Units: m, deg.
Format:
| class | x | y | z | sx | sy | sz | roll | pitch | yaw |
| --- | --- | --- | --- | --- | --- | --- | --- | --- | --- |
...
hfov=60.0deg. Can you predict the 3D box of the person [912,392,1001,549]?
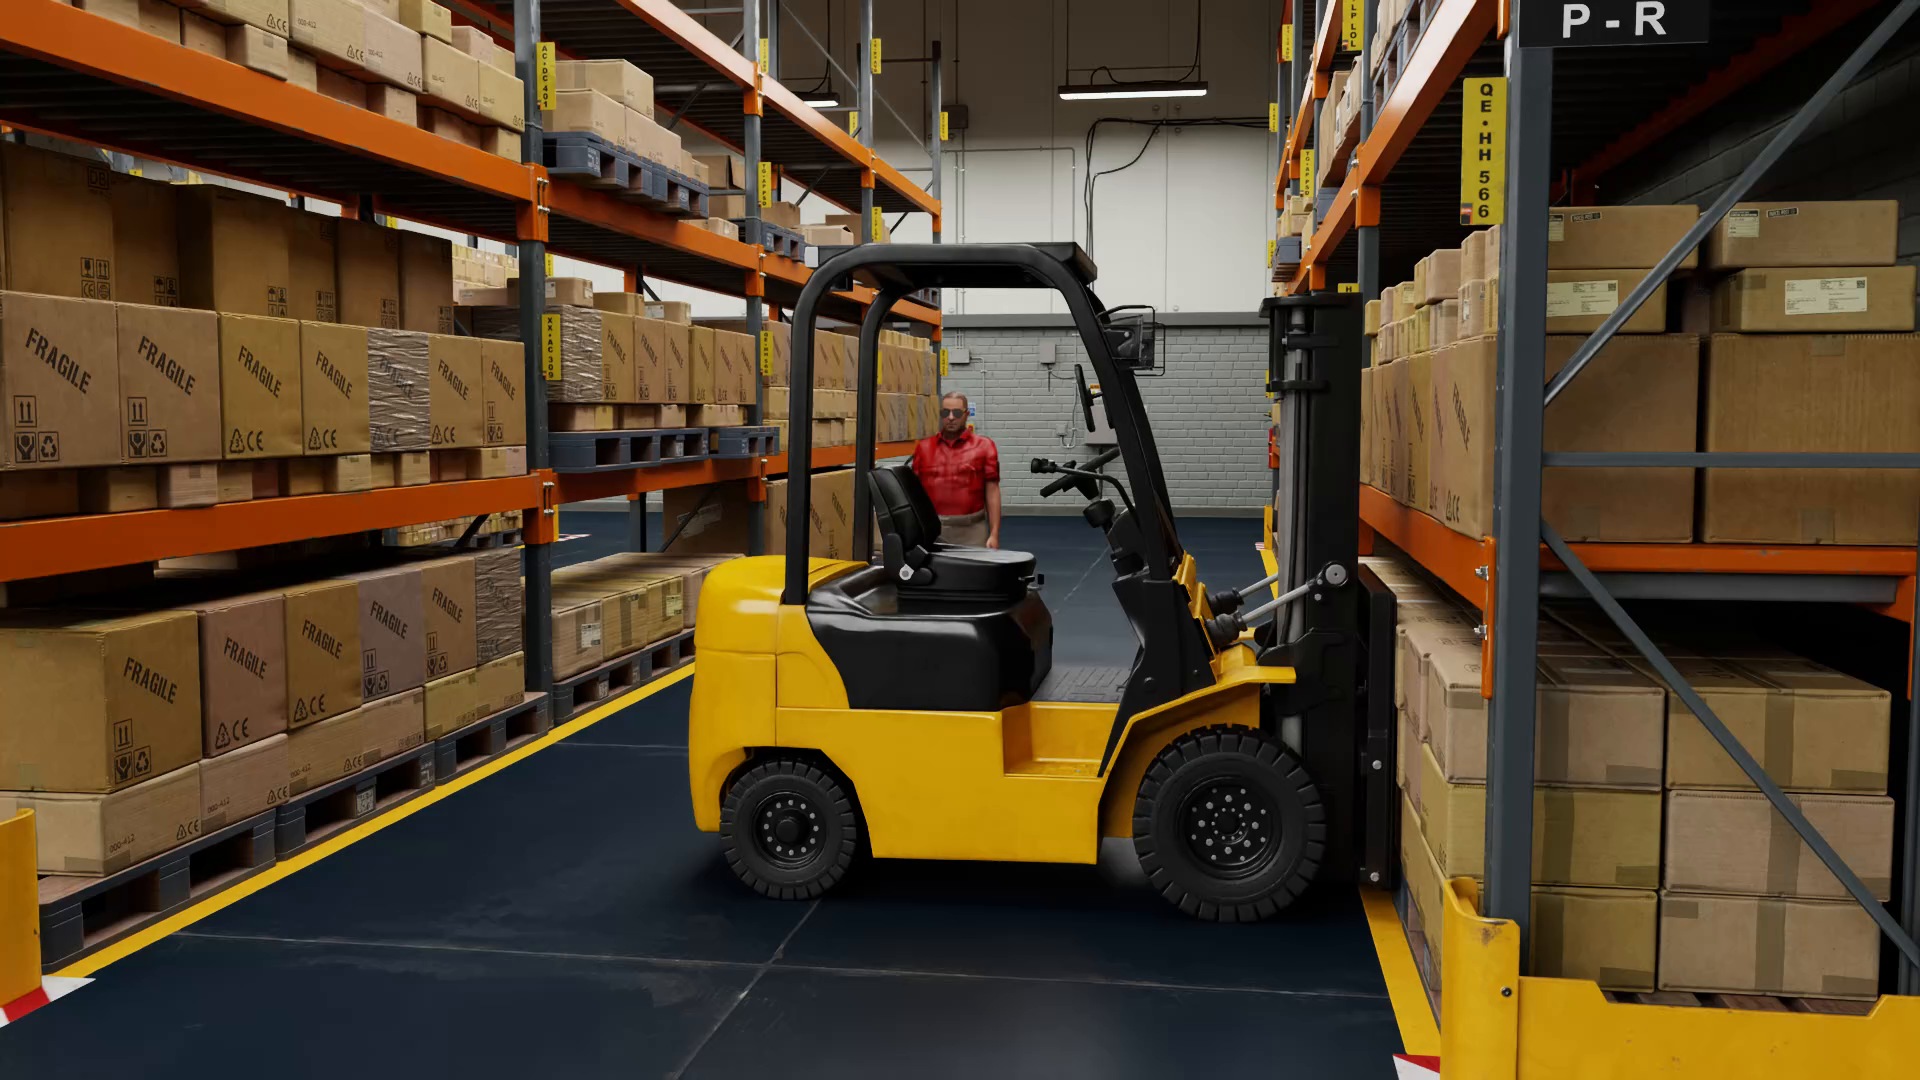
| class | x | y | z | sx | sy | sz | roll | pitch | yaw |
| --- | --- | --- | --- | --- | --- | --- | --- | --- | --- |
| person | -0.032 | 0.047 | 9.692 | 0.536 | 1.816 | 0.467 | 1 | 4 | 10 |
